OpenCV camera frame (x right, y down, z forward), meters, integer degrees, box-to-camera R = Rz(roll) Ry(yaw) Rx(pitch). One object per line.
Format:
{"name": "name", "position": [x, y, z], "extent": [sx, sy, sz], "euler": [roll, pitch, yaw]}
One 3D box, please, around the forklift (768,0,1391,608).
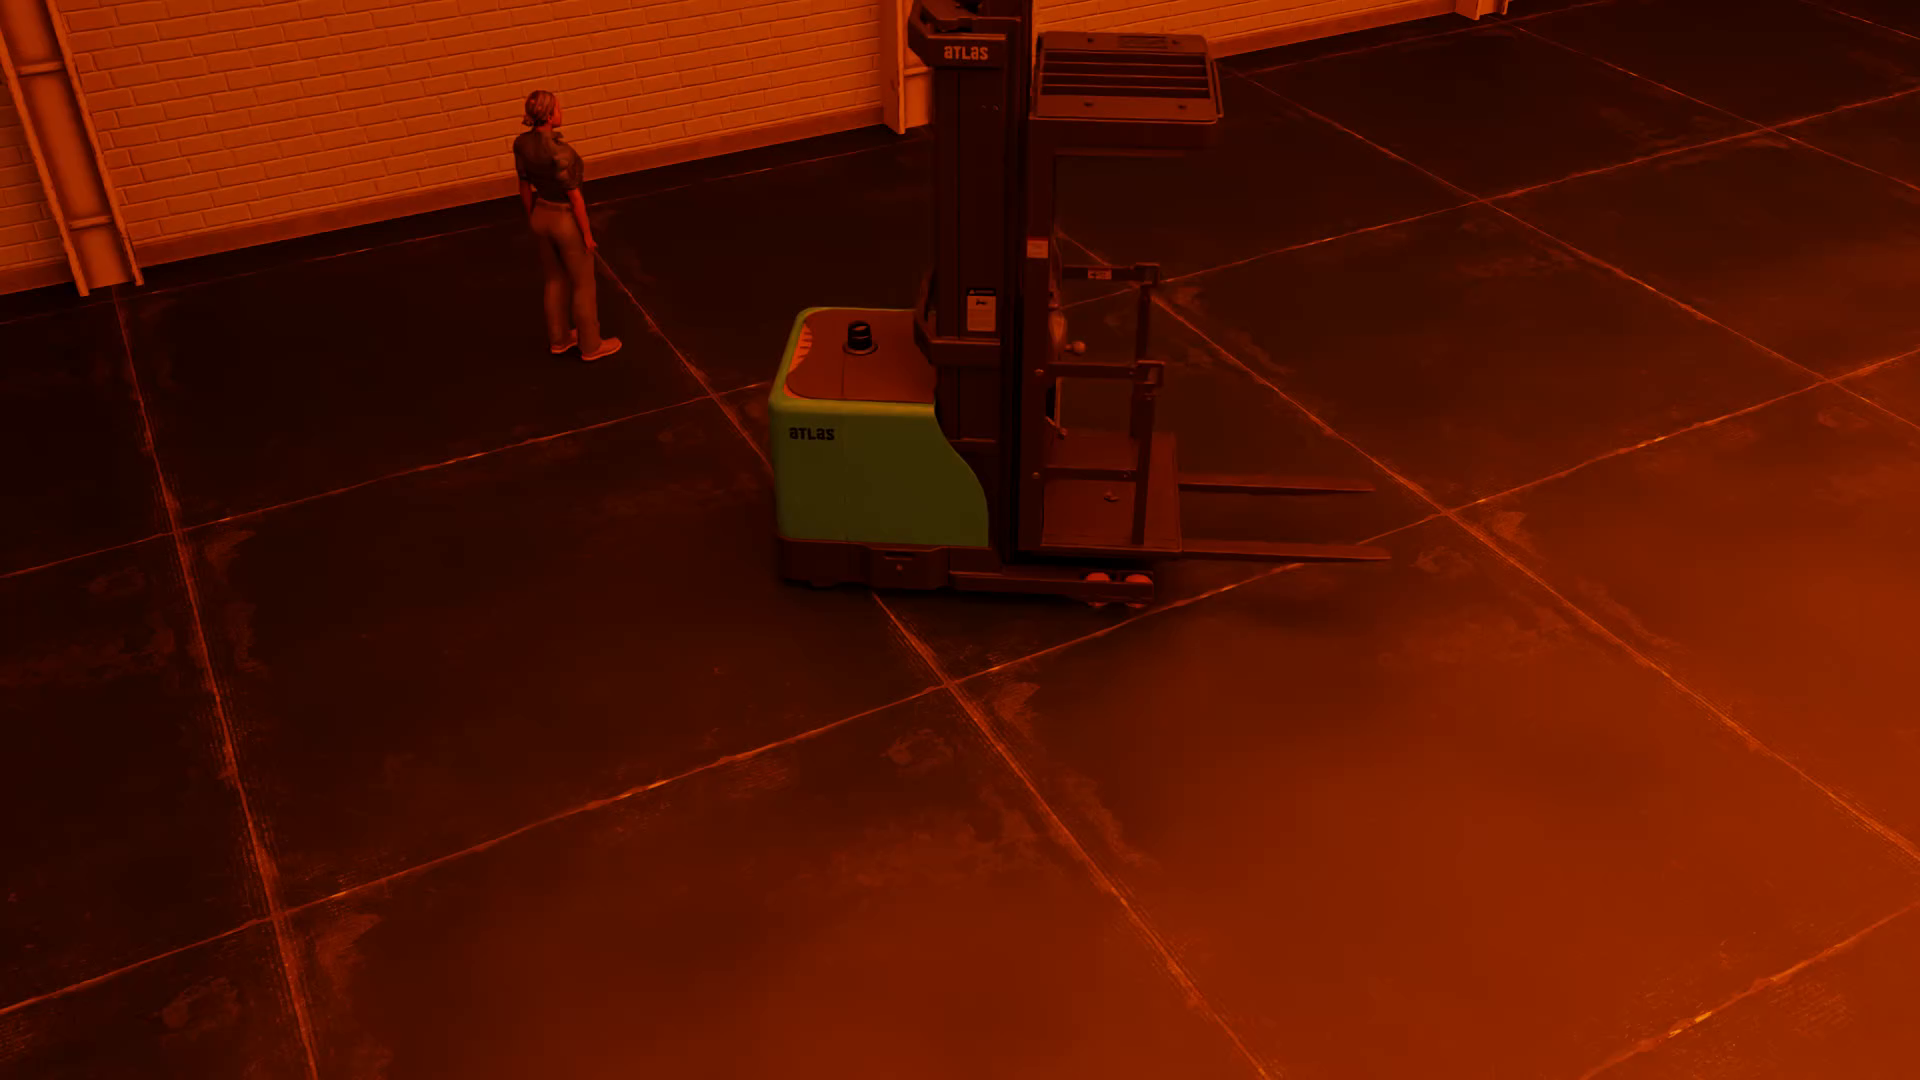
{"name": "forklift", "position": [0.627, -1.182, 7.795], "extent": [3.031, 2.935, 1.130], "euler": [2, 35, 3]}

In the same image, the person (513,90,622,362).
{"name": "person", "position": [-2.351, -1.865, 9.867], "extent": [0.475, 1.663, 0.335], "euler": [19, 40, 25]}
